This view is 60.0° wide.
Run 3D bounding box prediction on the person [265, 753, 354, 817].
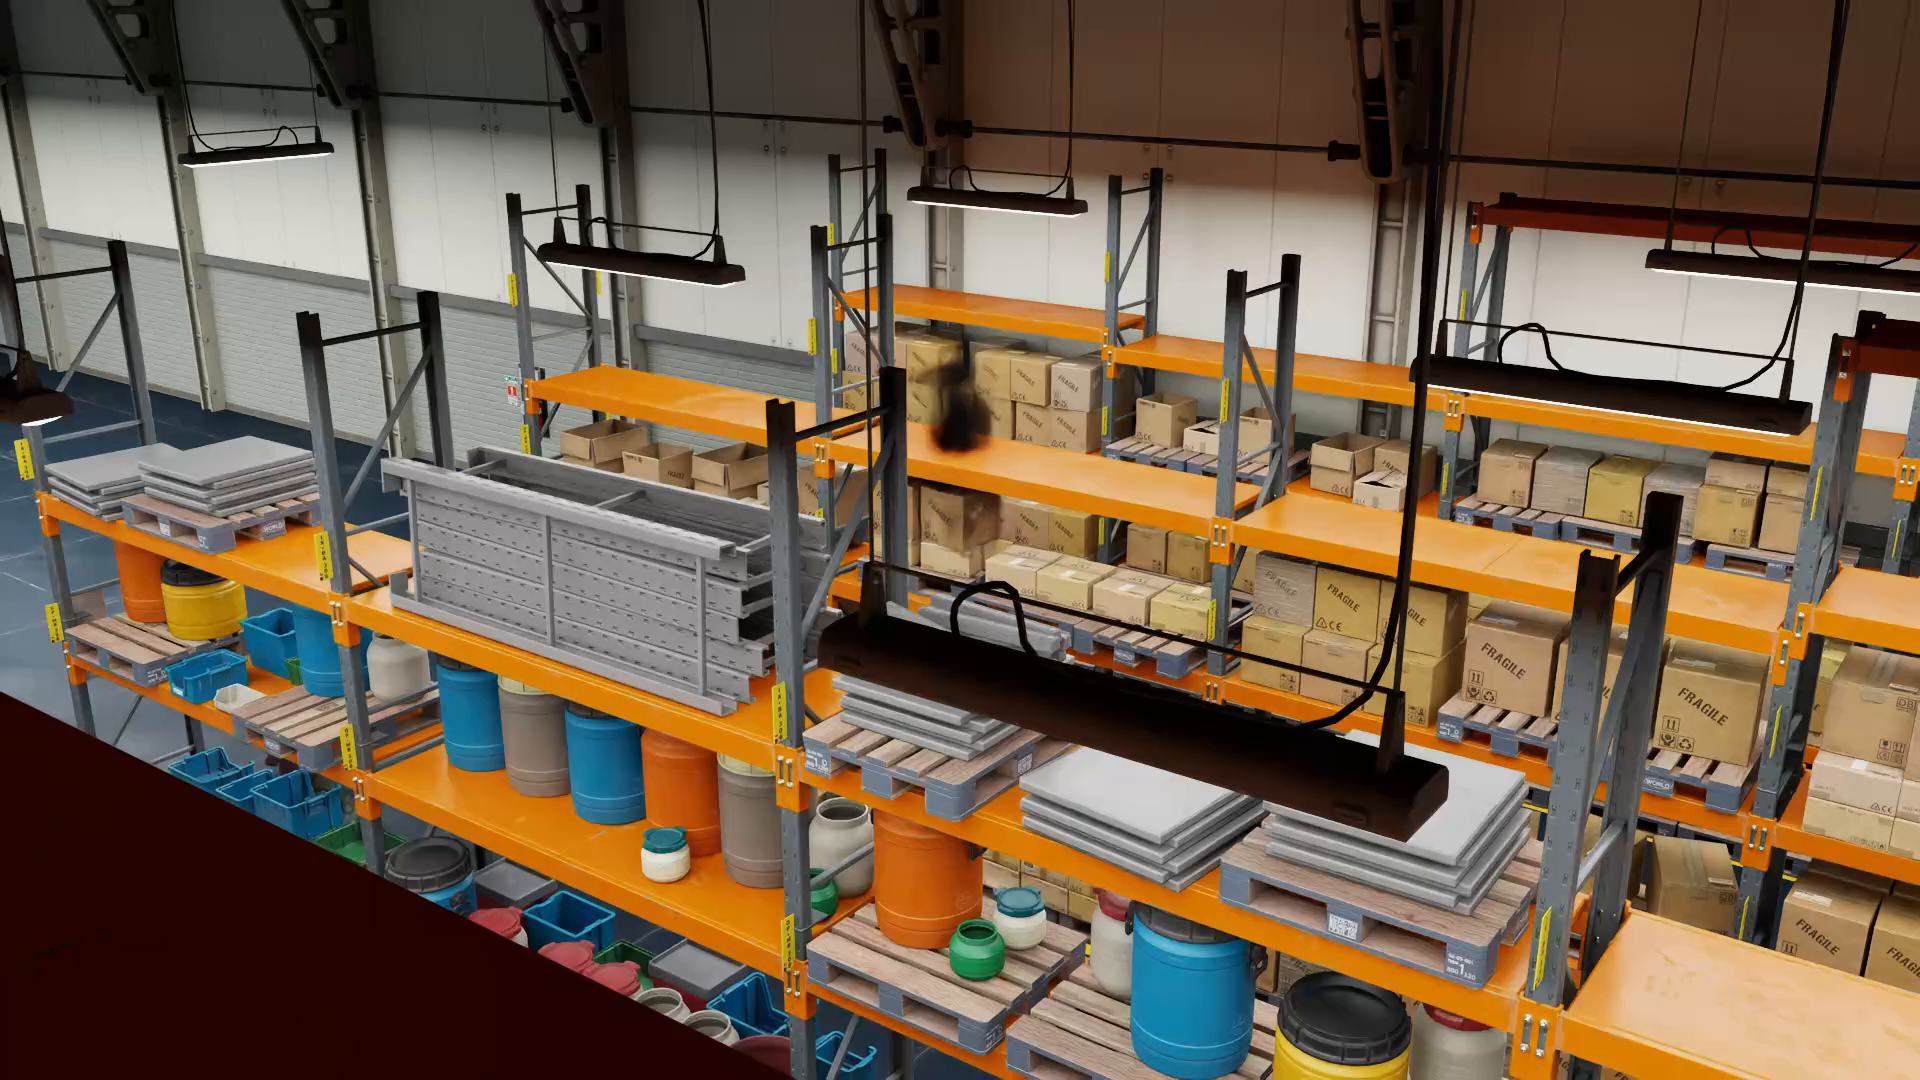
[{"bbox_3d":[-6.298,2.082,16.090,0.633,1.763,0.702,4,19,13],"label":"person"}]
